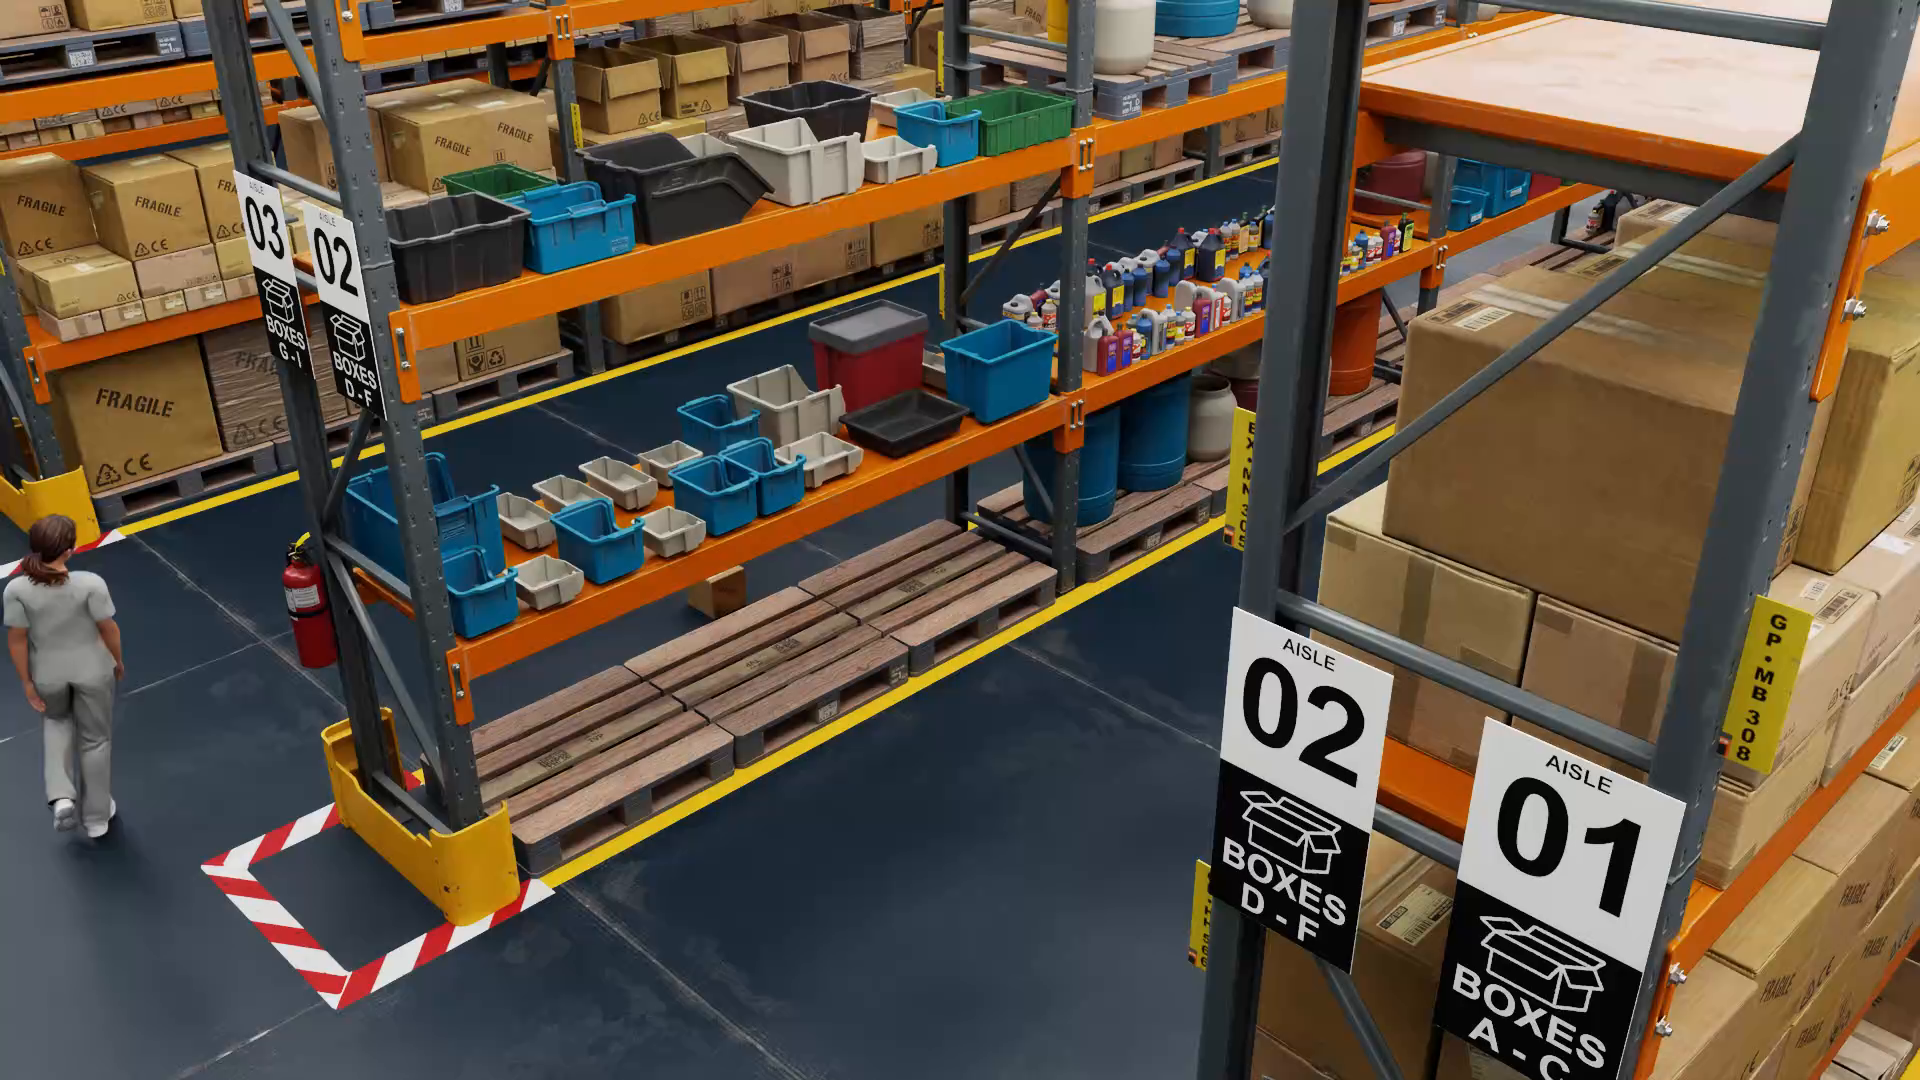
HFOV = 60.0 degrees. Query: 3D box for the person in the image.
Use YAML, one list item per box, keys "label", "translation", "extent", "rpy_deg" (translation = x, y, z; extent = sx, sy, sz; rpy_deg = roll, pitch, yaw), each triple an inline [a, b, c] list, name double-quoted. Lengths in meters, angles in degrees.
- label: "person"
  translation: [-4.104, 0.617, 7.714]
  extent: [0.500, 1.659, 0.440]
  rpy_deg: [-7, 29, -13]
